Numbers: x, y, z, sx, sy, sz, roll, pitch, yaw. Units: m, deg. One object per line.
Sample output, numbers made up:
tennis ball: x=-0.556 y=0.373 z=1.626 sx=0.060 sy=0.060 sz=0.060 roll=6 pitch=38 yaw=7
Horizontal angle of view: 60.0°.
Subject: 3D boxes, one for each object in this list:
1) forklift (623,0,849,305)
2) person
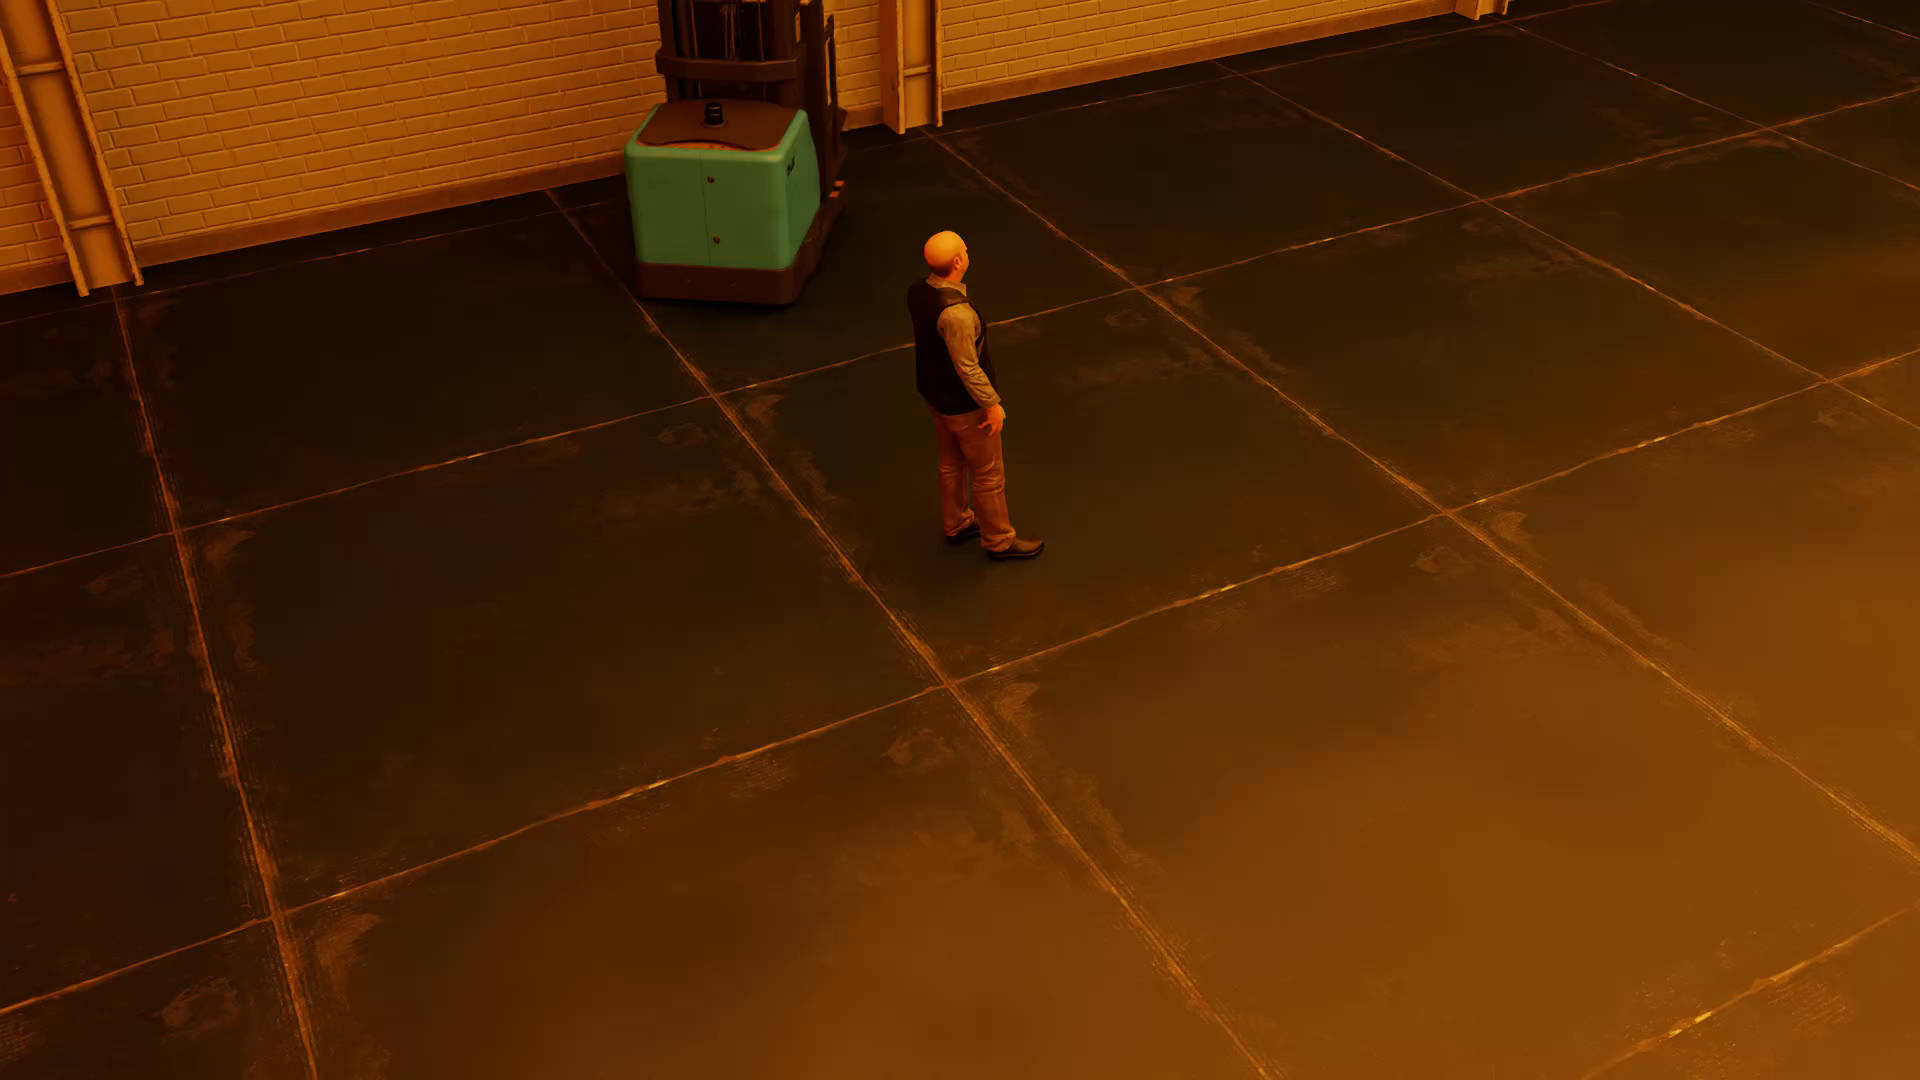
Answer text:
forklift: x=-1.408 y=-3.545 z=11.138 sx=1.130 sy=2.935 sz=3.031 roll=4 pitch=35 yaw=6
person: x=0.058 y=-0.721 z=8.179 sx=0.568 sy=1.720 sz=0.632 roll=-17 pitch=39 yaw=-23
